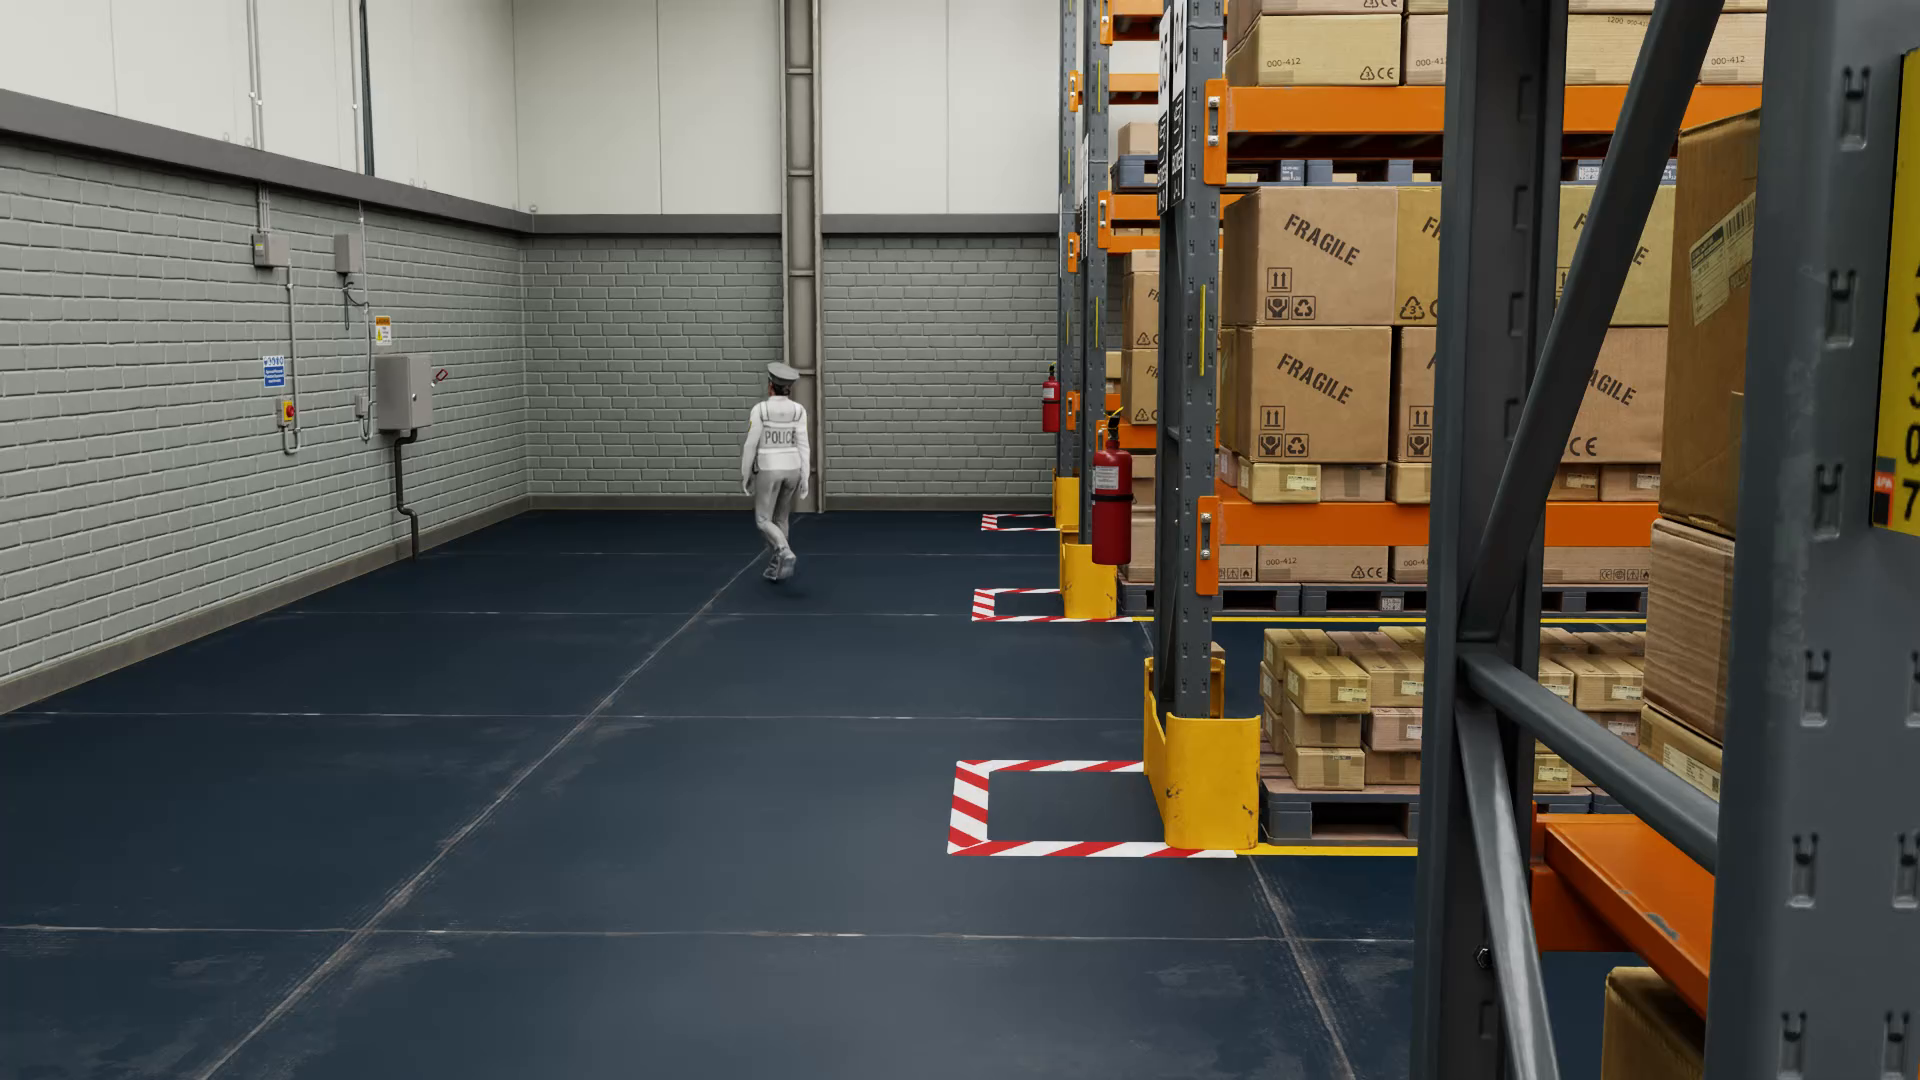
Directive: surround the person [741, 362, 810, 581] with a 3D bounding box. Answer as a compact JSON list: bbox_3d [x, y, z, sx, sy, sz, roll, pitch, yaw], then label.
[{"bbox_3d":[-1.374,-0.496,12.427,0.491,1.661,0.786,-4,8,-28],"label":"person"}]
